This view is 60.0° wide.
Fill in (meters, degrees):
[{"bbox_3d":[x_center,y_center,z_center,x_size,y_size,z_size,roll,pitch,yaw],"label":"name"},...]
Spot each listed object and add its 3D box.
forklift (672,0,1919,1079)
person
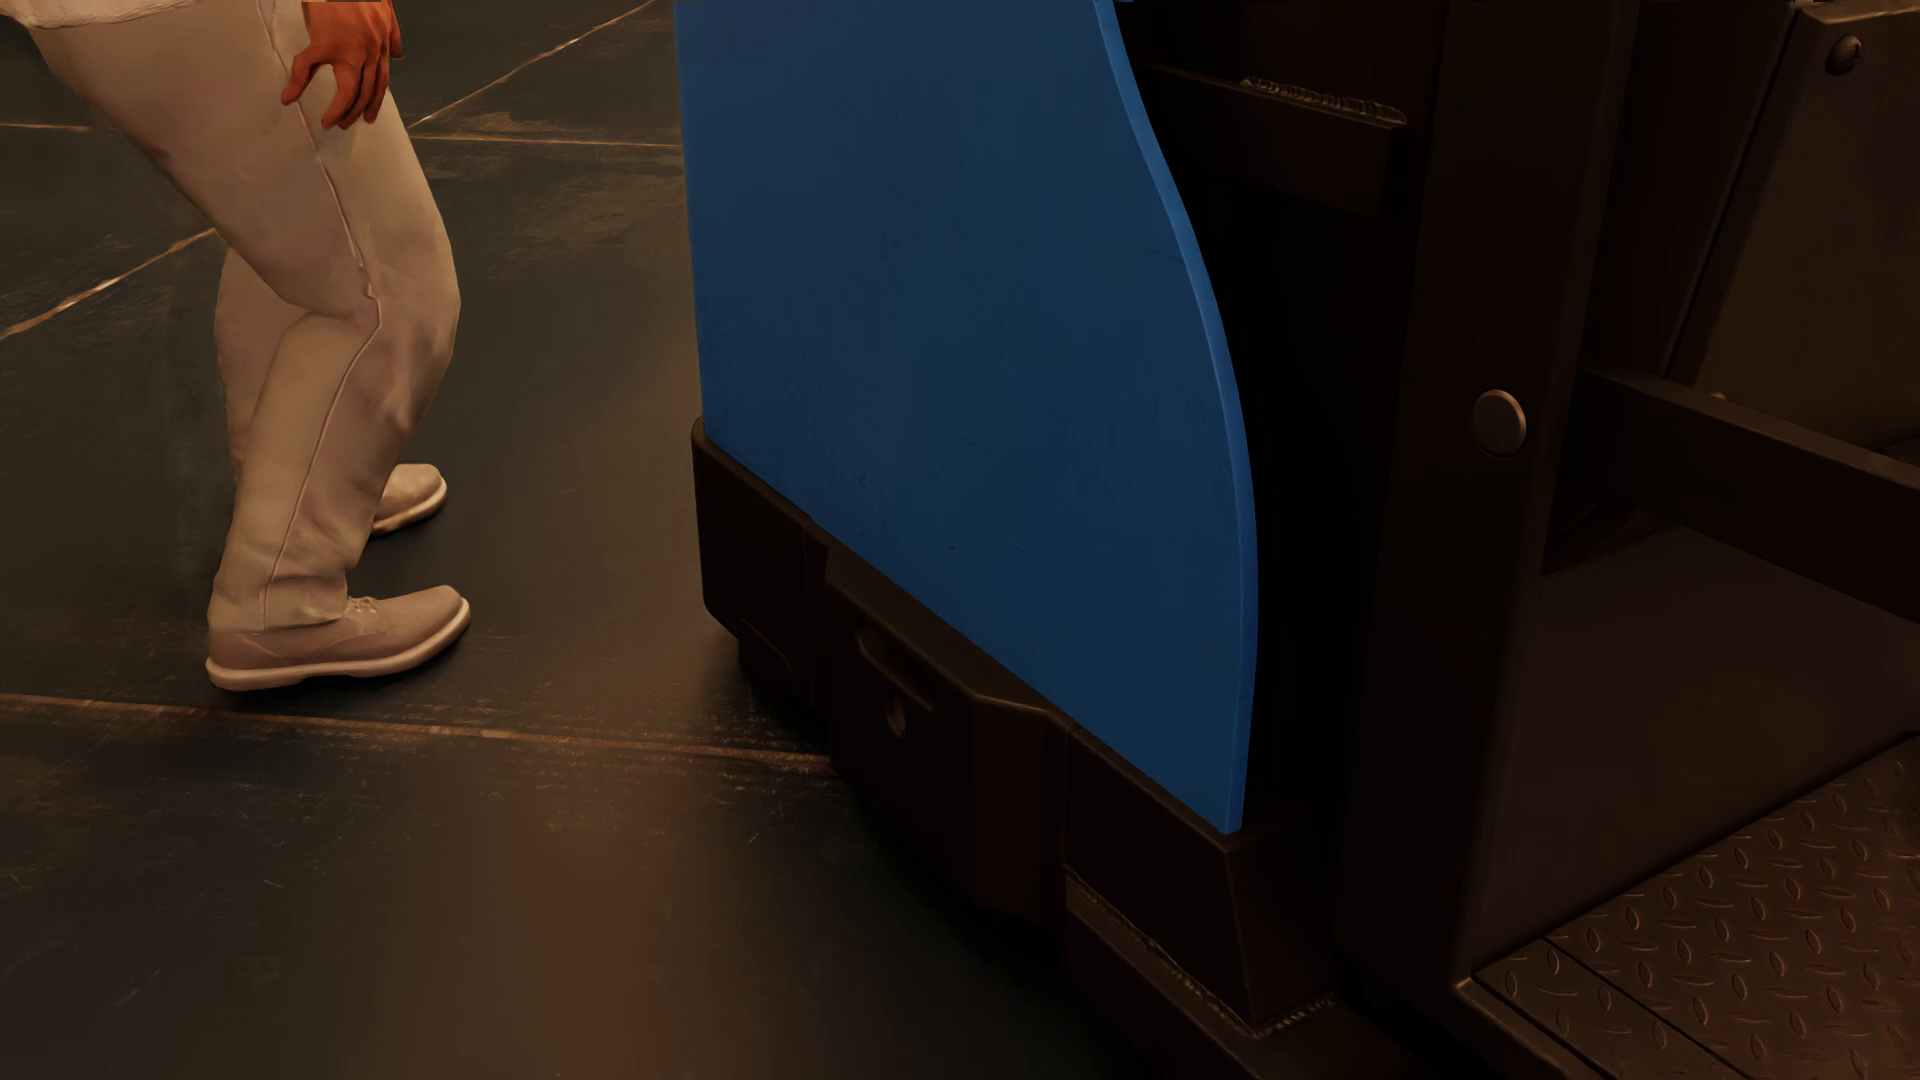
[{"bbox_3d":[0.888,-0.751,0.722,1.130,2.935,3.031,-16,31,-29],"label":"forklift"},{"bbox_3d":[-0.837,-0.667,1.914,0.499,1.713,0.839,-19,32,-33],"label":"person"}]
